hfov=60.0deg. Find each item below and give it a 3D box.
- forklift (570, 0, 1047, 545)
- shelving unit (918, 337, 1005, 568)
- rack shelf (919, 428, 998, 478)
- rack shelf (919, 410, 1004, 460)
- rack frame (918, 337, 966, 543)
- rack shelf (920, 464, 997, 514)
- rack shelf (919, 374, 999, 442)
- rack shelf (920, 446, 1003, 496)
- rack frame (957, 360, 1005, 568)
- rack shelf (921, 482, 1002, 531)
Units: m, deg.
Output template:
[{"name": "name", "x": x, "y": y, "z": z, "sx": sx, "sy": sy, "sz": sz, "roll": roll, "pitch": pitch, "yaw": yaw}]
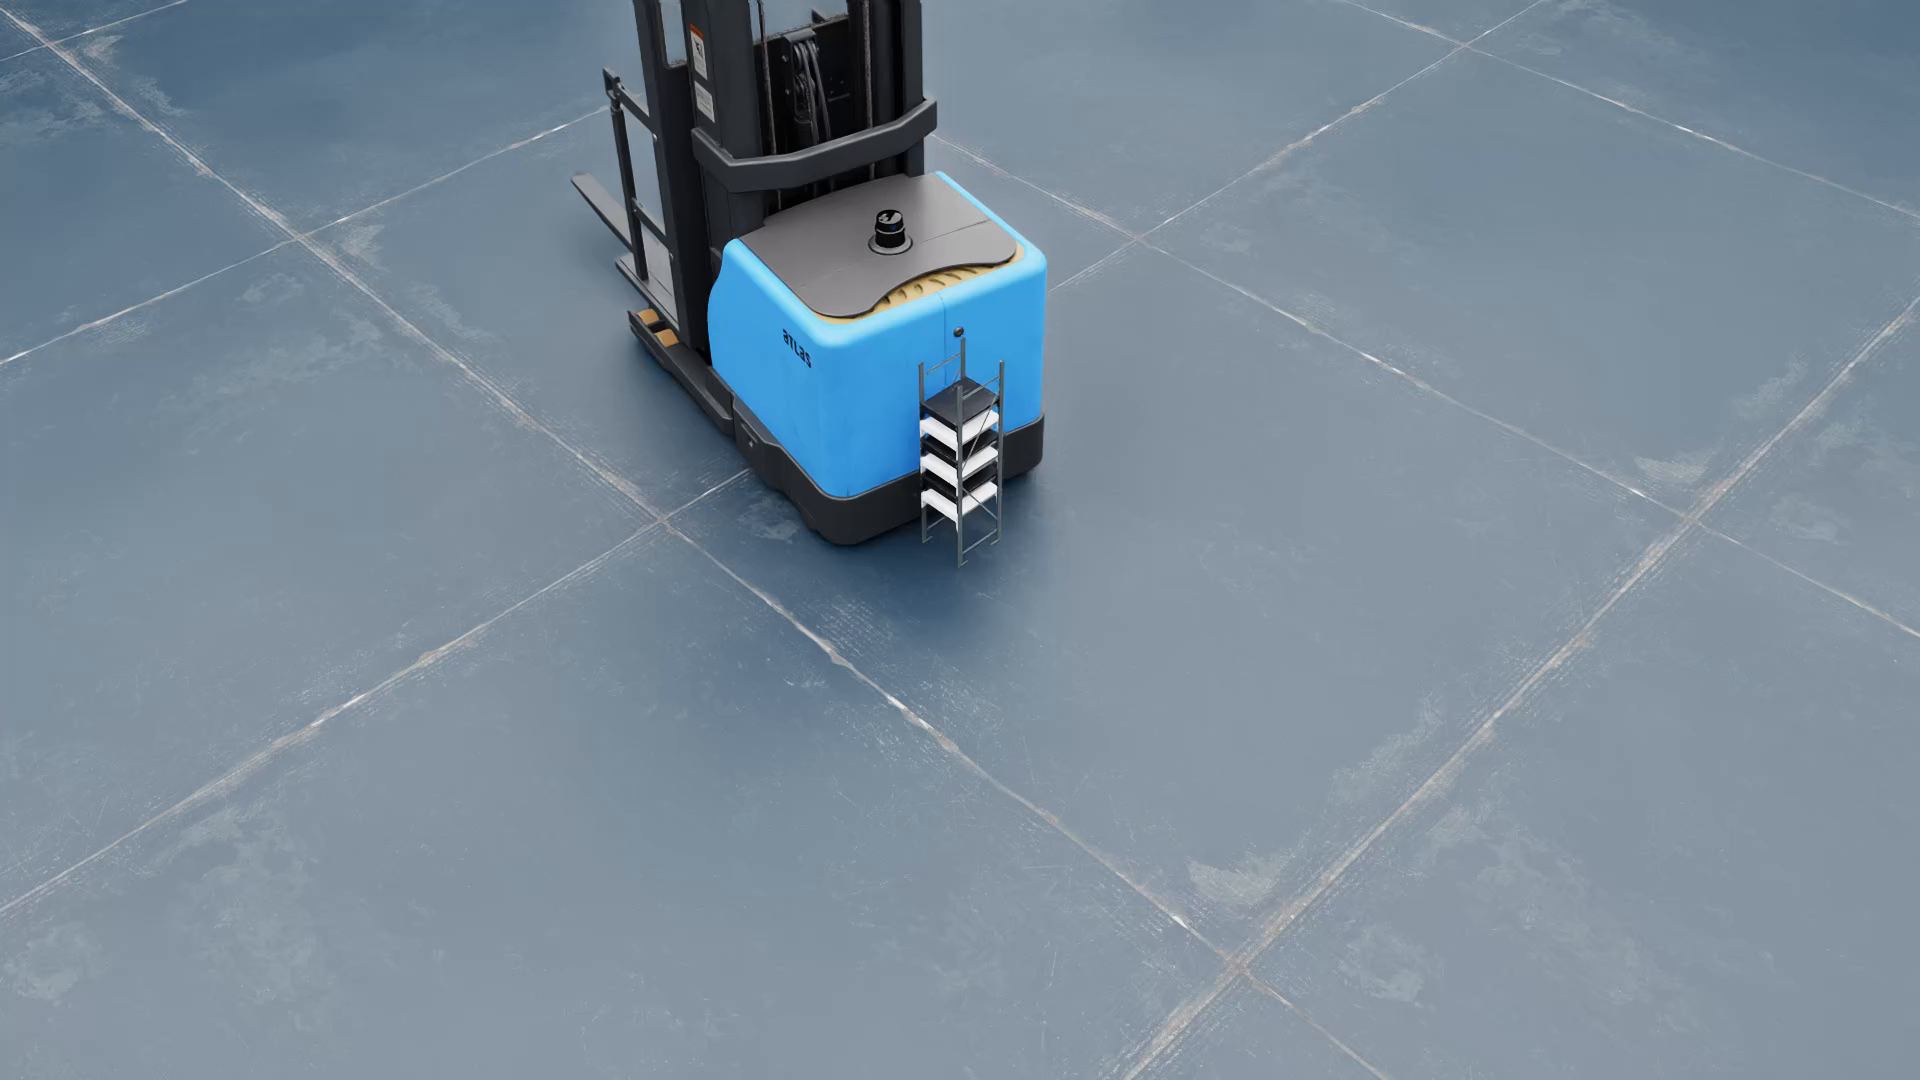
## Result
[{"name": "forklift", "x": -0.873, "y": -2.031, "z": 6.788, "sx": 1.130, "sy": 2.935, "sz": 3.031, "roll": -24, "pitch": 48, "yaw": -24}, {"name": "shelving unit", "x": 0.006, "y": -0.327, "z": 6.440, "sx": 0.258, "sy": 0.900, "sz": 0.210, "roll": -34, "pitch": 53, "yaw": -31}, {"name": "rack shelf", "x": 0.006, "y": -0.368, "z": 6.402, "sx": 0.258, "sy": 0.077, "sz": 0.200, "roll": -34, "pitch": 53, "yaw": -31}, {"name": "rack shelf", "x": 0.006, "y": -0.434, "z": 6.341, "sx": 0.258, "sy": 0.077, "sz": 0.200, "roll": -34, "pitch": 53, "yaw": -31}, {"name": "rack frame", "x": -0.066, "y": -0.375, "z": 6.493, "sx": 0.240, "sy": 0.900, "sz": 0.006, "roll": -34, "pitch": 53, "yaw": -31}, {"name": "rack shelf", "x": 0.006, "y": -0.236, "z": 6.524, "sx": 0.258, "sy": 0.077, "sz": 0.200, "roll": -34, "pitch": 53, "yaw": -31}, {"name": "rack shelf", "x": 0.006, "y": -0.500, "z": 6.280, "sx": 0.258, "sy": 0.077, "sz": 0.200, "roll": -34, "pitch": 53, "yaw": -31}, {"name": "rack shelf", "x": 0.006, "y": -0.302, "z": 6.463, "sx": 0.258, "sy": 0.077, "sz": 0.200, "roll": -34, "pitch": 53, "yaw": -31}, {"name": "rack frame", "x": 0.078, "y": -0.278, "z": 6.388, "sx": 0.240, "sy": 0.900, "sz": 0.006, "roll": -34, "pitch": 53, "yaw": -31}, {"name": "rack shelf", "x": 0.006, "y": -0.170, "z": 6.585, "sx": 0.258, "sy": 0.077, "sz": 0.200, "roll": -34, "pitch": 53, "yaw": -31}]
